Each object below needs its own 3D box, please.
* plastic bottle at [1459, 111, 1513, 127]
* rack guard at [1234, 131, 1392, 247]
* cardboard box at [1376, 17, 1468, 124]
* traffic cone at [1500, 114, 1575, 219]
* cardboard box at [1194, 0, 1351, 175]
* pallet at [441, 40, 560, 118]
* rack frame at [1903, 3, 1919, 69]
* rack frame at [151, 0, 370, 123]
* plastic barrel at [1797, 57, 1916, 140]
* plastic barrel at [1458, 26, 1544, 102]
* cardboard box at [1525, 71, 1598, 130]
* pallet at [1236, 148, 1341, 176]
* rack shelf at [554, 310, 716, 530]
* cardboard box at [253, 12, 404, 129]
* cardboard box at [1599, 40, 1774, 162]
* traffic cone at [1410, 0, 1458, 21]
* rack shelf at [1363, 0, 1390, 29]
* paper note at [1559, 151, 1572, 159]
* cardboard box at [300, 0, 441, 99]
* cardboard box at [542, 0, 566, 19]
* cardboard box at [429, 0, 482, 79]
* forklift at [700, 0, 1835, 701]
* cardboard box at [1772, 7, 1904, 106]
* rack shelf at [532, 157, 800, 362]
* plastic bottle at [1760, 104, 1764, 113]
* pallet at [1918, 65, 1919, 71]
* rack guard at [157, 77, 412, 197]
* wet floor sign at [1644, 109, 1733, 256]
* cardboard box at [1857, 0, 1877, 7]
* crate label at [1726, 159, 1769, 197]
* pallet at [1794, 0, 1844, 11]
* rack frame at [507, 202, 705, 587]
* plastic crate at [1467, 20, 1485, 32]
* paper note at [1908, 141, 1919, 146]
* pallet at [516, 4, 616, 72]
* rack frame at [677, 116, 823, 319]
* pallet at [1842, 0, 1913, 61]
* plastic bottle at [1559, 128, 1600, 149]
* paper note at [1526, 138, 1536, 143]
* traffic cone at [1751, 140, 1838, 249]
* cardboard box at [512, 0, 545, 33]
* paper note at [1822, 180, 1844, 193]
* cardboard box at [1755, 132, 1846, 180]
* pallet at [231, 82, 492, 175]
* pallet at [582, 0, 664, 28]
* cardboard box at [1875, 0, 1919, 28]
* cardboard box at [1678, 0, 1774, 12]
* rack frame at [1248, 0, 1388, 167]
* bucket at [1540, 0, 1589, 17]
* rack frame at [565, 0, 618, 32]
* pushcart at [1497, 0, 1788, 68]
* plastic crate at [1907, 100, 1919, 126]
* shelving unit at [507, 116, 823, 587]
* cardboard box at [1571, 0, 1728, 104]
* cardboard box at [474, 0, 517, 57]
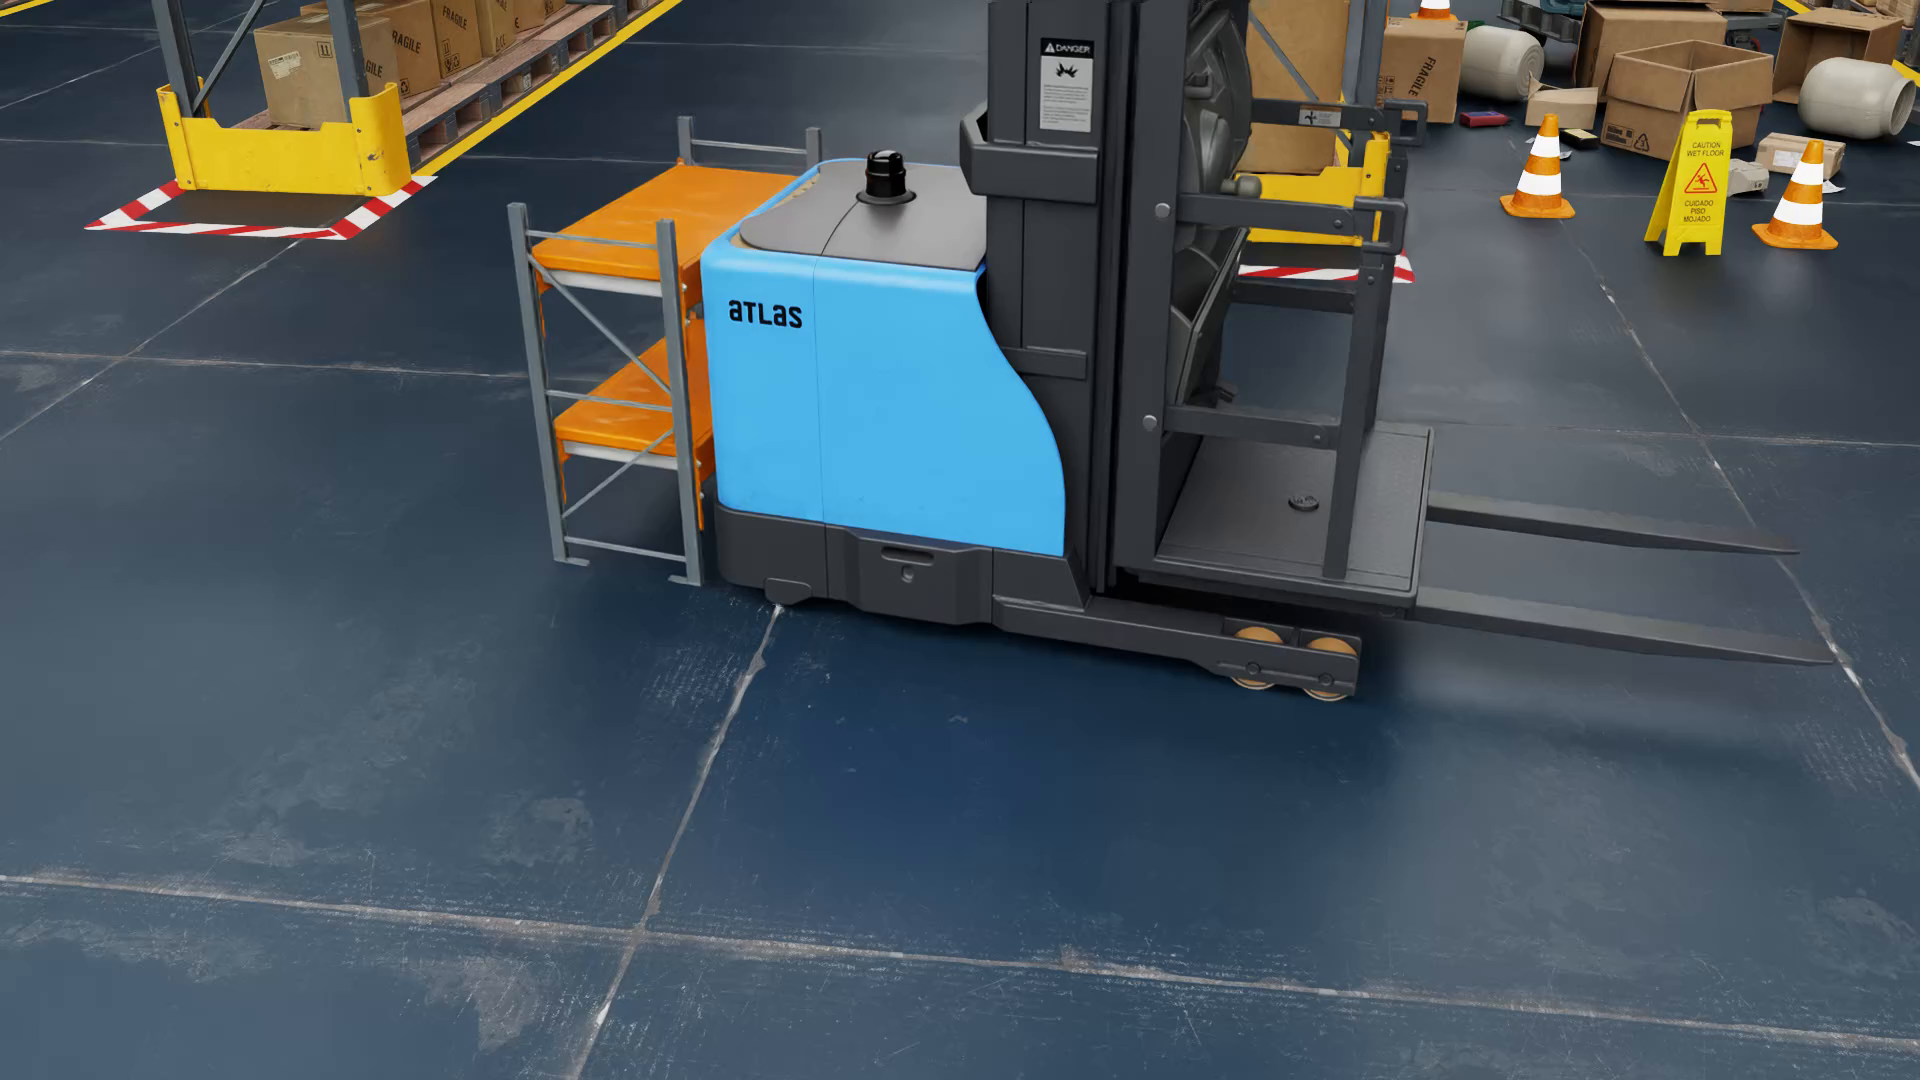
[{"bbox_3d":[3.100,-2.478,9.785,0.283,0.061,0.133,-6,29,-11],"label":"plastic bottle"},{"bbox_3d":[1.416,-1.707,7.892,1.175,0.500,0.348,3,28,6],"label":"rack guard"},{"bbox_3d":[2.737,-2.812,9.940,0.500,0.500,0.500,8,29,15],"label":"cardboard box"},{"bbox_3d":[2.893,-1.870,8.232,0.336,0.463,0.334,3,28,6],"label":"traffic cone"},{"bbox_3d":[1.436,-2.391,8.324,0.875,0.875,0.875,4,29,6],"label":"cardboard box"},{"bbox_3d":[-3.196,-2.916,10.440,1.003,0.211,1.213,3,28,6],"label":"pallet"},{"bbox_3d":[6.834,-4.462,10.369,1.000,3.000,0.127,3,28,6],"label":"rack frame"},{"bbox_3d":[-3.492,-3.155,7.943,1.000,3.000,0.127,3,28,6],"label":"rack frame"},{"bbox_3d":[5.094,-2.505,9.453,0.421,0.421,0.512,-24,36,-37],"label":"plastic barrel"},{"bbox_3d":[3.292,-2.944,10.269,0.421,0.421,0.512,-24,36,-37],"label":"plastic barrel"},{"bbox_3d":[3.526,-2.582,9.763,0.396,0.266,0.258,8,29,15],"label":"cardboard box"},{"bbox_3d":[1.439,-1.972,8.688,1.003,0.211,1.213,3,28,6],"label":"pallet"},{"bbox_3d":[-0.848,-0.412,5.344,0.538,0.278,1.000,9,30,16],"label":"rack shelf"},{"bbox_3d":[-3.399,-2.532,8.980,0.500,0.500,0.500,9,30,16],"label":"cardboard box"},{"bbox_3d":[4.046,-2.454,9.274,0.797,0.503,0.637,-17,33,-29],"label":"cardboard box"},{"bbox_3d":[3.572,-4.128,12.425,0.336,0.463,0.334,3,28,6],"label":"traffic cone"},{"bbox_3d":[1.664,-3.444,9.238,1.077,0.370,4.000,3,28,6],"label":"rack shelf"},{"bbox_3d":[3.290,-2.131,9.175,0.144,0.017,0.142,14,31,24],"label":"paper note"},{"bbox_3d":[-3.359,-2.816,9.506,0.500,0.500,0.500,11,30,19],"label":"cardboard box"},{"bbox_3d":[-3.090,-3.936,11.586,0.500,0.500,0.500,3,28,5],"label":"cardboard box"},{"bbox_3d":[-3.264,-3.109,10.051,0.500,0.500,0.500,6,29,11],"label":"cardboard box"},{"bbox_3d":[0.859,-1.141,4.278,3.031,2.935,1.130,8,29,15],"label":"forklift"},{"bbox_3d":[5.352,-2.937,10.172,0.500,0.500,0.500,-24,36,-37],"label":"cardboard box"},{"bbox_3d":[-0.848,-0.885,5.090,0.538,0.278,1.000,9,30,16],"label":"rack shelf"},{"bbox_3d":[4.814,-2.670,10.141,0.133,0.061,0.283,8,29,15],"label":"plastic bottle"},{"bbox_3d":[6.786,-2.916,10.440,1.003,0.211,1.213,3,28,6],"label":"pallet"},{"bbox_3d":[-3.482,-2.090,8.602,1.175,0.500,0.348,3,28,6],"label":"rack guard"},{"bbox_3d":[3.380,-1.654,7.639,0.267,0.644,0.232,-1,28,-3],"label":"wet floor sign"},{"bbox_3d":[6.980,-4.075,11.980,0.950,0.372,0.625,5,29,9],"label":"cardboard box"},{"bbox_3d":[4.007,-1.874,8.584,0.250,0.136,0.298,-11,30,-20],"label":"crate label"},{"bbox_3d":[7.075,-4.177,12.780,1.003,0.211,1.213,3,28,6],"label":"pallet"},{"bbox_3d":[-1.010,-0.399,4.804,0.500,1.125,0.032,9,30,16],"label":"rack frame"},{"bbox_3d":[3.187,-3.331,11.175,0.450,0.188,0.662,9,28,37],"label":"plastic crate"},{"bbox_3d":[5.451,-2.237,9.370,0.142,0.019,0.148,-6,29,-11],"label":"paper note"},{"bbox_3d":[-3.049,-3.492,11.509,1.003,0.211,1.213,3,28,6],"label":"pallet"},{"bbox_3d":[-0.686,-0.856,5.652,0.500,1.125,0.032,9,30,16],"label":"rack frame"},{"bbox_3d":[6.928,-3.601,11.711,1.003,0.211,1.213,3,28,6],"label":"pallet"},{"bbox_3d":[3.491,-2.280,9.419,0.133,0.061,0.283,-6,29,-11],"label":"plastic bottle"},{"bbox_3d":[3.252,-2.275,9.463,0.032,0.001,0.123,20,34,32],"label":"paper note"},{"bbox_3d":[3.973,-1.644,7.813,0.336,0.463,0.334,3,28,6],"label":"traffic cone"},{"bbox_3d":[-3.153,-3.666,11.085,0.500,0.500,0.500,13,31,22],"label":"cardboard box"},{"bbox_3d":[4.484,-1.832,8.619,0.148,0.019,0.142,-6,29,-11],"label":"paper note"},{"bbox_3d":[4.499,-2.058,8.913,0.380,0.149,0.250,20,34,32],"label":"cardboard box"},{"bbox_3d":[-3.348,-2.343,9.377,1.003,0.211,1.213,3,28,6],"label":"pallet"},{"bbox_3d":[-2.908,-4.177,12.780,1.003,0.211,1.213,3,28,6],"label":"pallet"},{"bbox_3d":[6.895,-3.737,11.351,0.950,0.372,0.625,4,29,7],"label":"cardboard box"},{"bbox_3d":[5.063,-3.784,10.948,0.500,0.500,0.500,3,28,6],"label":"cardboard box"},{"bbox_3d":[1.418,-2.819,7.320,1.000,3.000,0.127,3,28,6],"label":"rack frame"},{"bbox_3d":[4.180,-3.732,10.863,0.726,0.611,0.620,14,21,24],"label":"bucket"},{"bbox_3d":[-3.002,-5.038,11.438,1.000,3.000,0.127,3,28,6],"label":"rack frame"},{"bbox_3d":[4.565,-3.416,11.193,1.648,0.377,0.936,-6,29,-11],"label":"pushcart"},{"bbox_3d":[5.827,-2.485,9.778,0.402,0.080,0.583,-6,29,-11],"label":"plastic crate"},{"bbox_3d":[-0.848,-0.627,5.228,0.538,1.125,1.048,9,30,16],"label":"shelving unit"},{"bbox_3d":[4.153,-2.954,10.060,0.797,0.637,0.503,3,28,6],"label":"cardboard box"},{"bbox_3d":[-3.151,-3.369,10.534,0.500,0.500,0.500,1,28,2],"label":"cardboard box"}]
